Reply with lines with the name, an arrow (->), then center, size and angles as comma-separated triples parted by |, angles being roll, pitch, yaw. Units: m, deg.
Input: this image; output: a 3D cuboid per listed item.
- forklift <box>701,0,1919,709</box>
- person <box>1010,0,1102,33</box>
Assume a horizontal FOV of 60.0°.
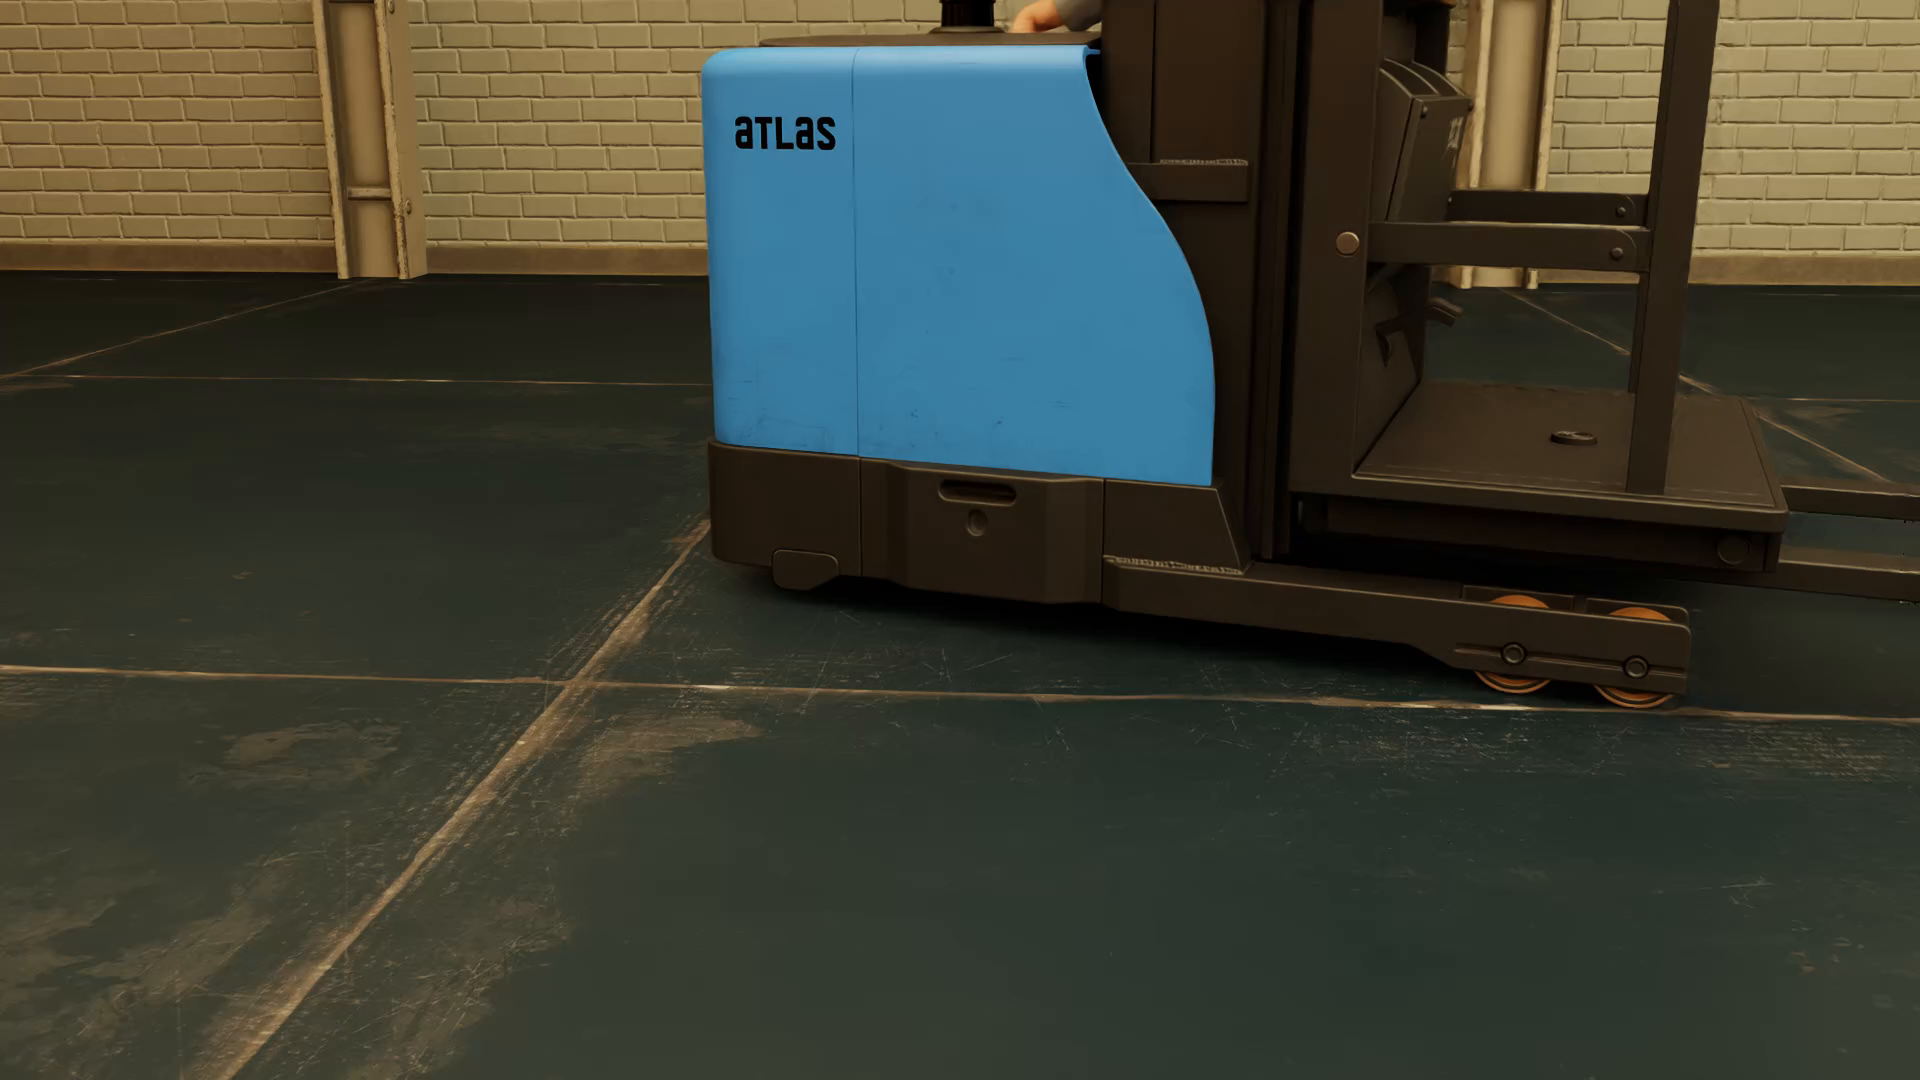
forklift -> 1.055, -1.290, 2.973 | 3.031, 2.935, 1.130 | 6, 16, 21
person -> 0.517, -0.919, 4.027 | 0.915, 1.458, 0.723 | 4, 16, 15
